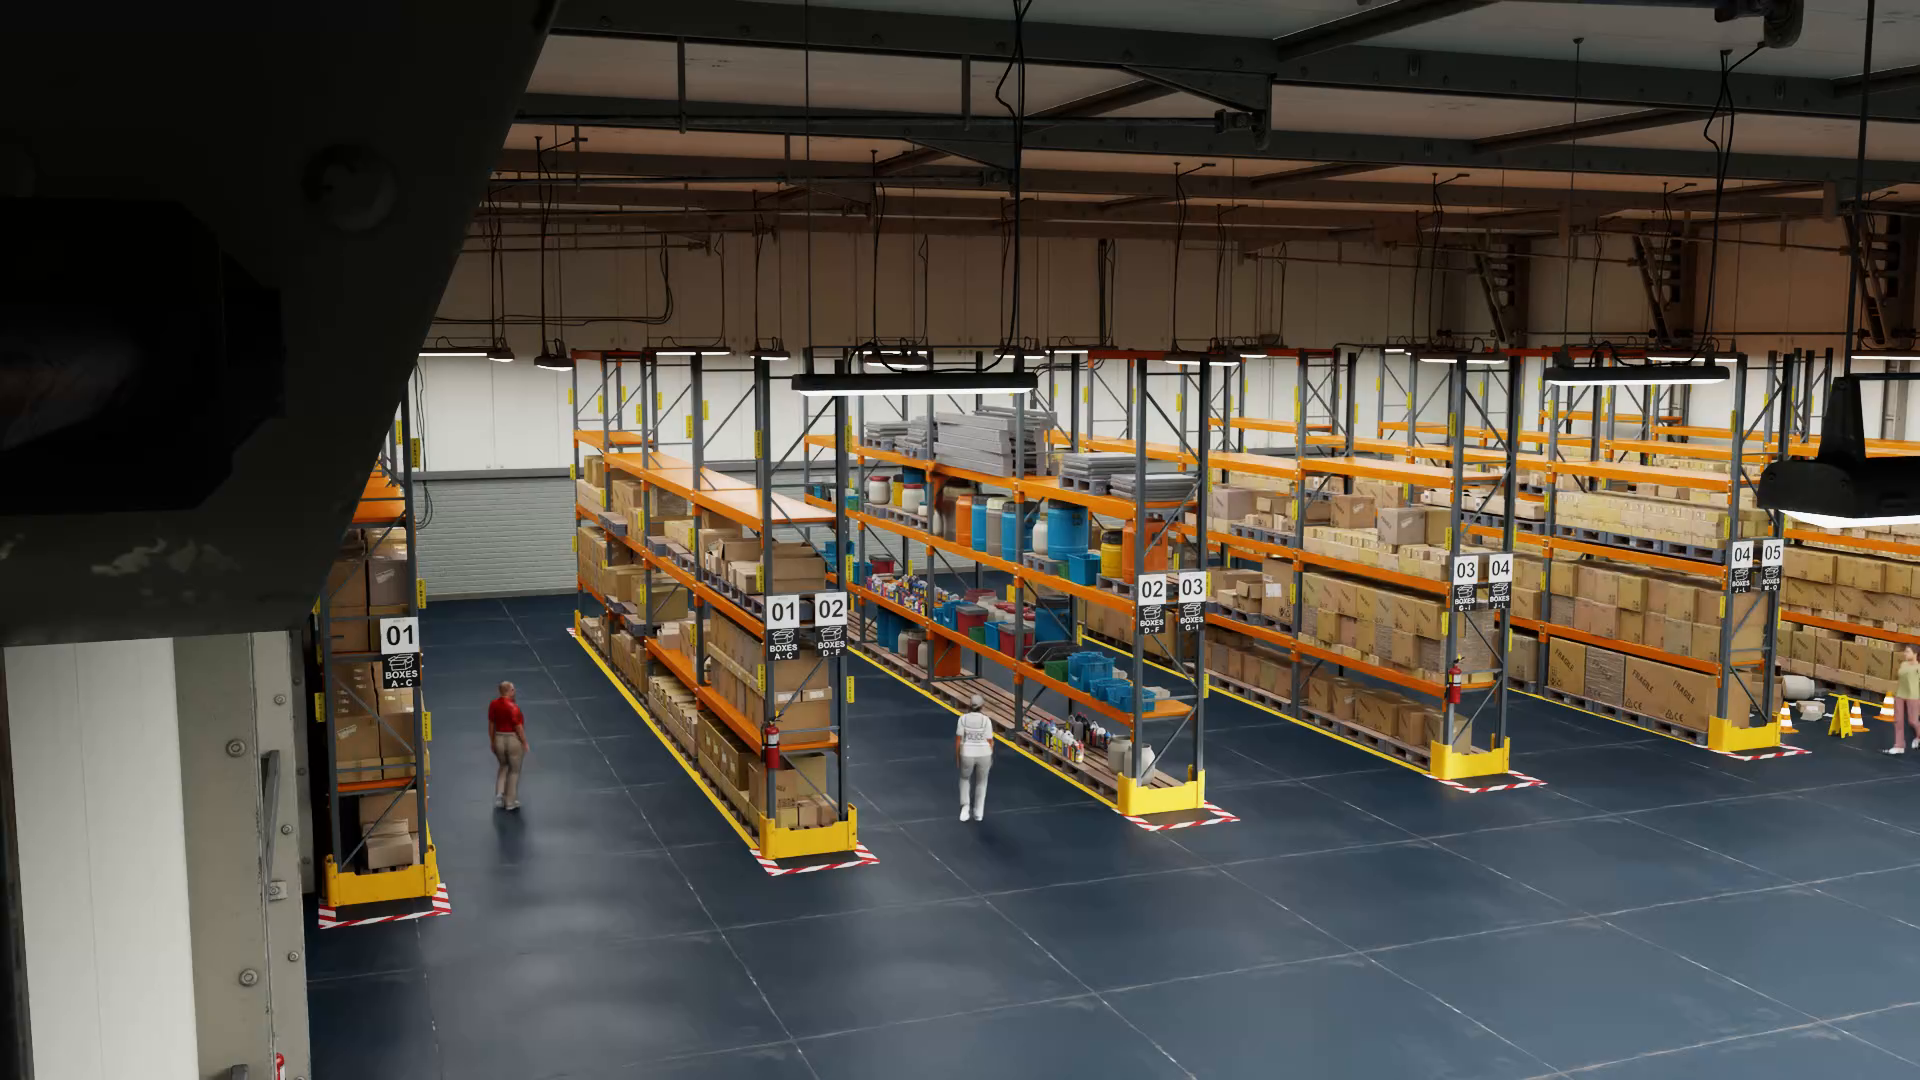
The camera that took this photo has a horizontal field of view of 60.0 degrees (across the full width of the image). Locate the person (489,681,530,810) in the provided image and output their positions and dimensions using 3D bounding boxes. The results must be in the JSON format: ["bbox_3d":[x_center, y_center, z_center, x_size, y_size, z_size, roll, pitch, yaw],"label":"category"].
[{"bbox_3d":[-5.995,2.733,22.136,0.566,1.758,0.435,2,7,15],"label":"person"}]

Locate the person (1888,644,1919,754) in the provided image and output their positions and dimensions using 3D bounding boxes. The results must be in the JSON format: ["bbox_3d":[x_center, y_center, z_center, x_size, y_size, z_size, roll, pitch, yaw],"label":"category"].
[{"bbox_3d":[14.313,2.388,25.054,0.622,1.660,0.454,-7,10,-44],"label":"person"}]

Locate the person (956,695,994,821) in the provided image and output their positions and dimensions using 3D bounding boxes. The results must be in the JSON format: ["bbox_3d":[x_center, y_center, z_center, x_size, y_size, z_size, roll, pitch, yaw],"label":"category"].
[{"bbox_3d":[0.192,2.822,21.560,0.492,1.658,0.475,1,7,7],"label":"person"}]

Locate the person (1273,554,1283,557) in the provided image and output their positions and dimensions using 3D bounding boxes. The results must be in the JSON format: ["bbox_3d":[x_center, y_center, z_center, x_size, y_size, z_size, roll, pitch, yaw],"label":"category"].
[{"bbox_3d":[6.585,1.142,34.724,0.466,1.772,0.623,-2,7,-14],"label":"person"}]
